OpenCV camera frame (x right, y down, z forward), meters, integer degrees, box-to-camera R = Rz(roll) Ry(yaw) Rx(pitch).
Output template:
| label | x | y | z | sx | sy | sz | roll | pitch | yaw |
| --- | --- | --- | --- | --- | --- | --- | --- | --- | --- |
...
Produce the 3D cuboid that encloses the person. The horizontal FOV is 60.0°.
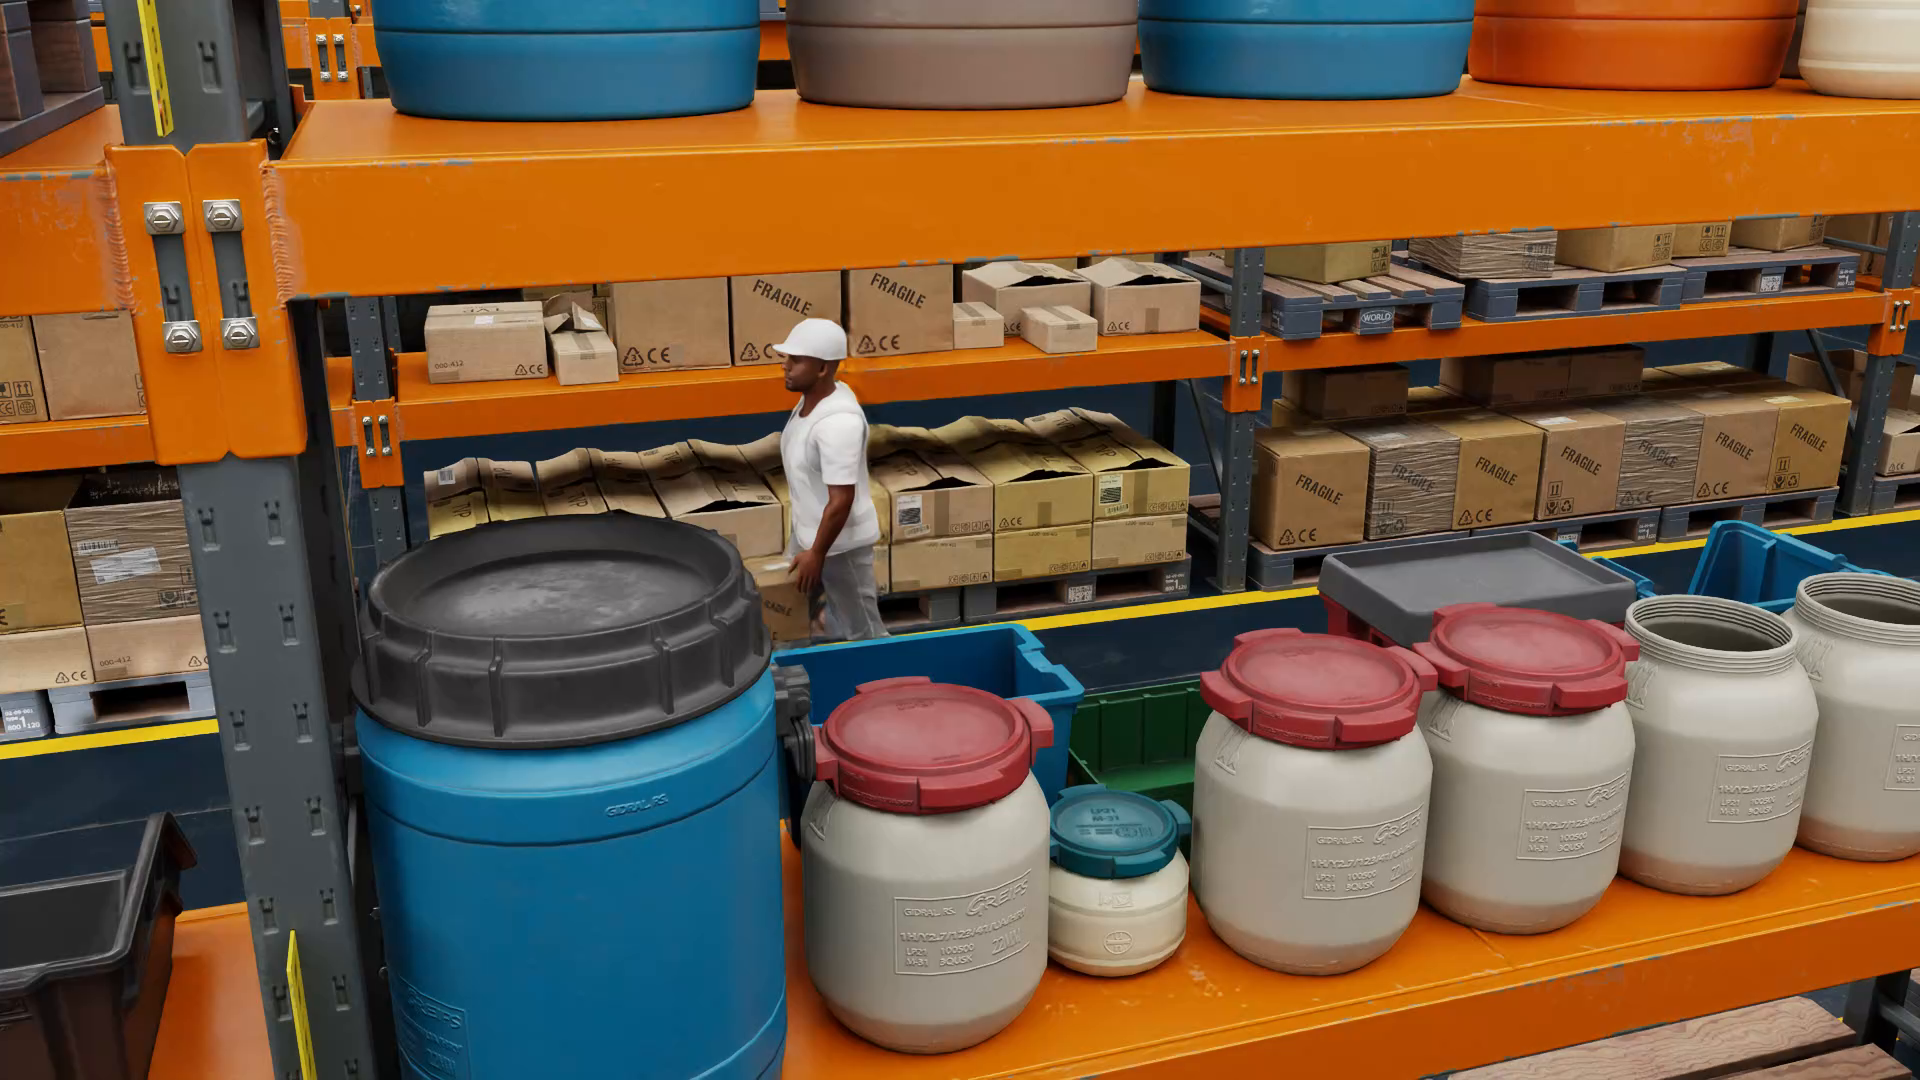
| label | x | y | z | sx | sy | sz | roll | pitch | yaw |
| --- | --- | --- | --- | --- | --- | --- | --- | --- | --- |
| person | -0.591 | -0.001 | 6.506 | 0.834 | 1.741 | 0.572 | -6 | 20 | -17 |
